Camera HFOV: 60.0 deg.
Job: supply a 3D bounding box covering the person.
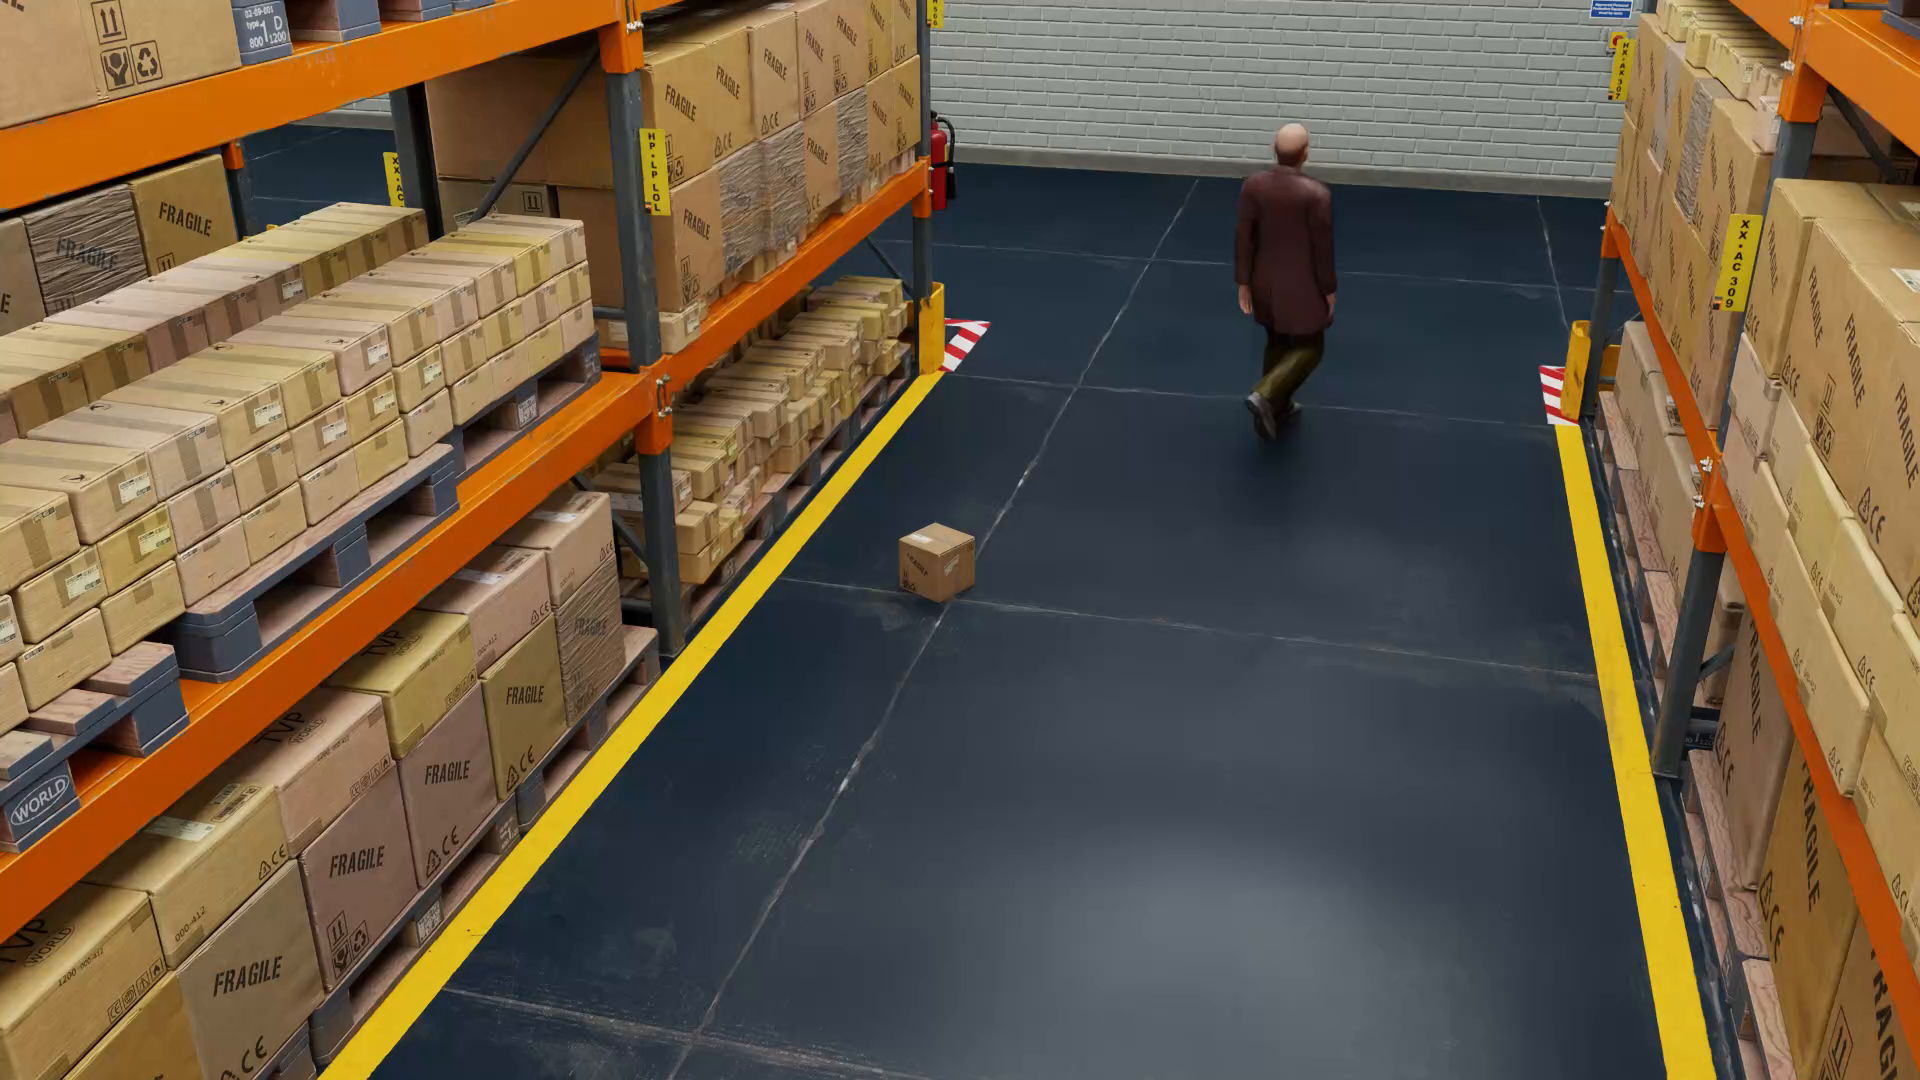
[{"bbox_3d":[1.784,-1.400,9.088,0.575,1.757,0.756,21,32,38],"label":"person"}]
